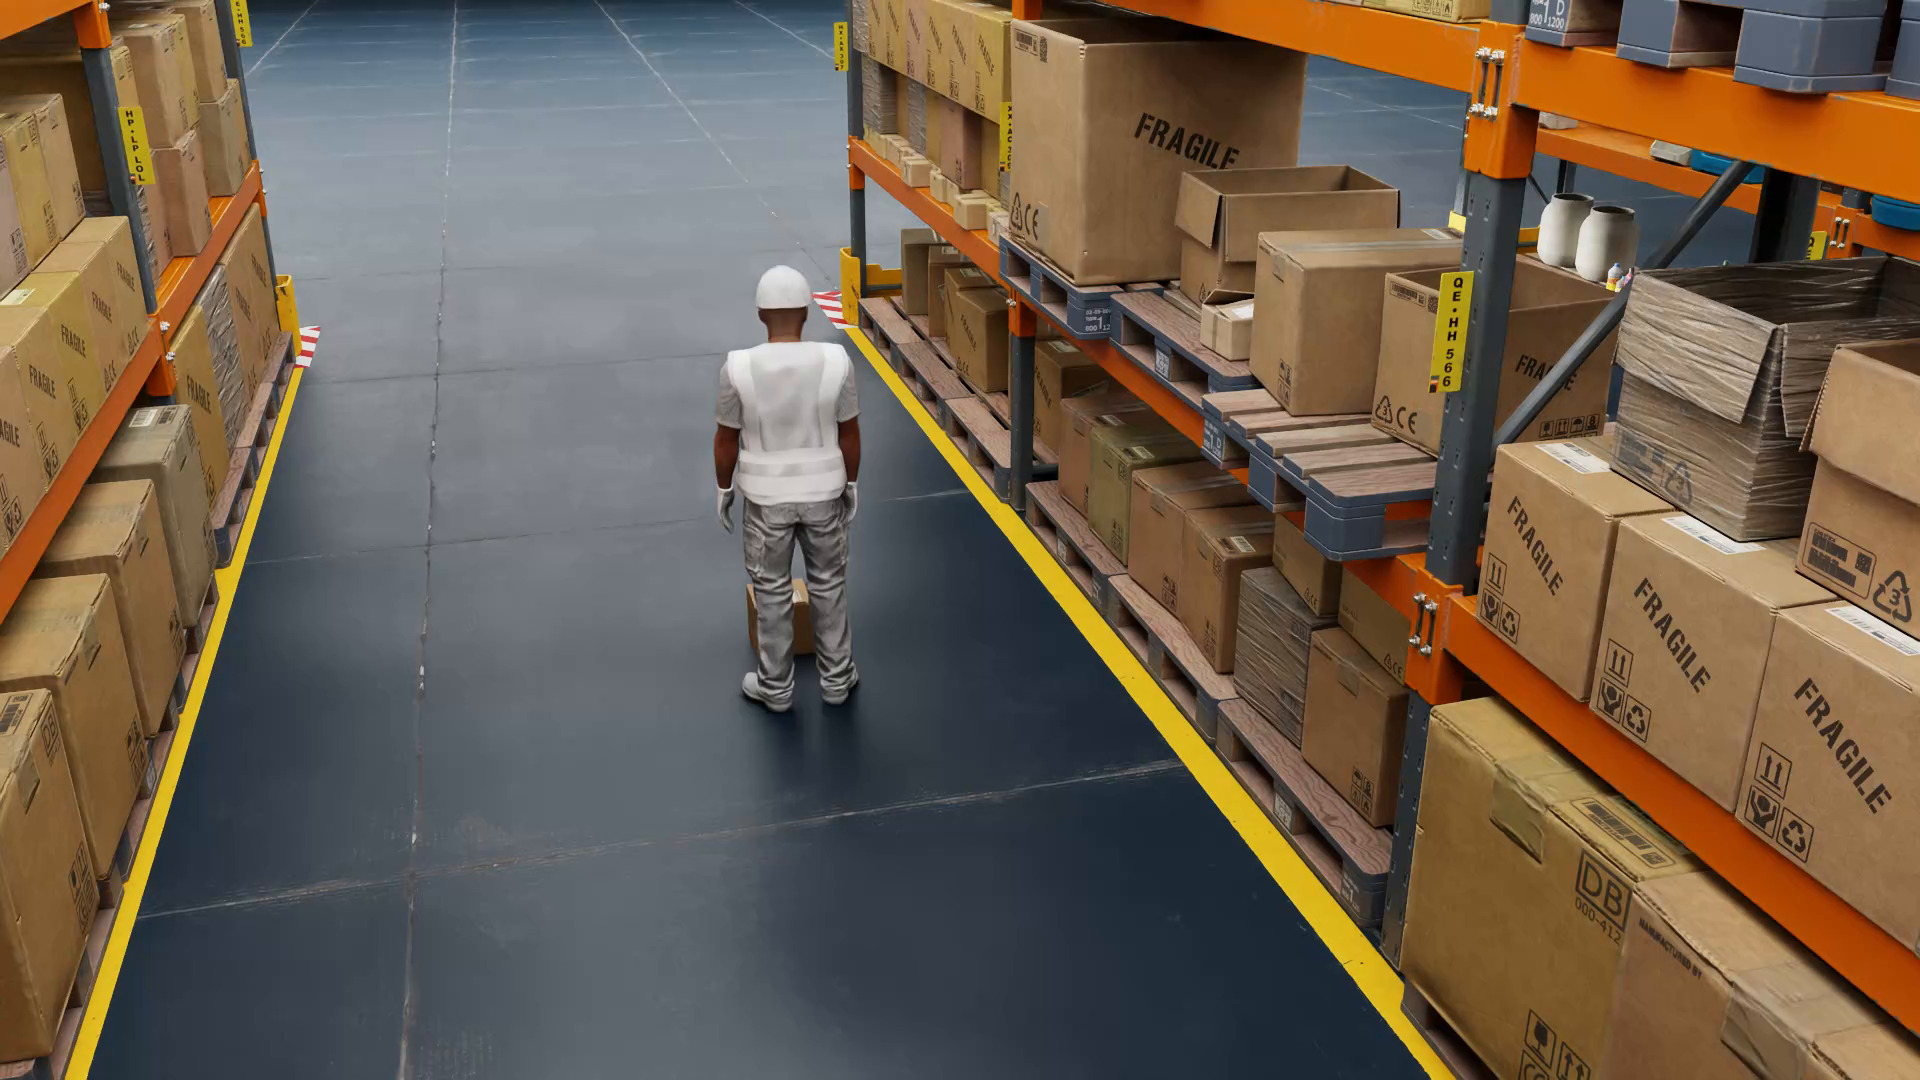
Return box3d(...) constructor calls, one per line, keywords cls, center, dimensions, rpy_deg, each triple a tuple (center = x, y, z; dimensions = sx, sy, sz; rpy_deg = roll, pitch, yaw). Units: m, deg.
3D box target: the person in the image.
box3d(cls="person", center=(-0.666, -0.181, 6.493), dimensions=(0.555, 1.786, 0.344), rpy_deg=(-5, 23, -12))
